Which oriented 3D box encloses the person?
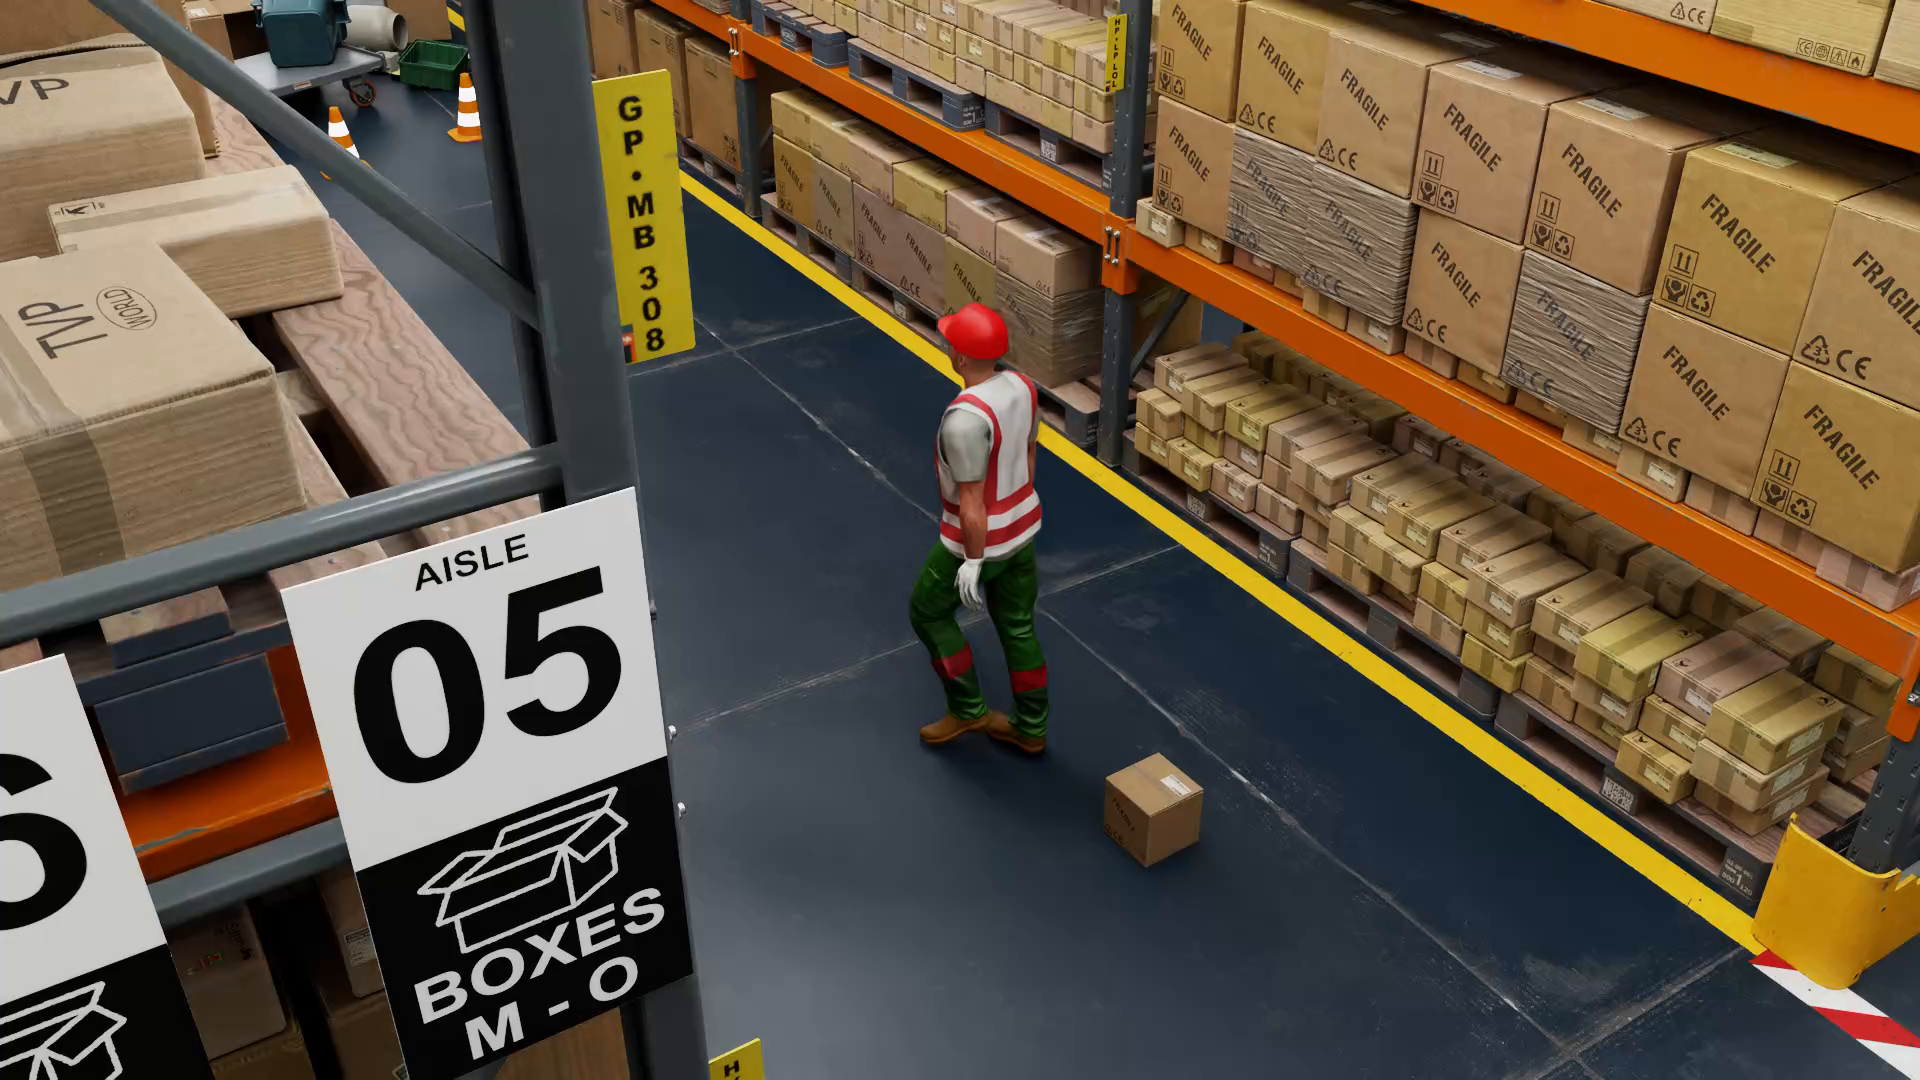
[{"bbox_3d":[0.114,-0.004,6.100,0.535,1.780,0.579,23,39,32],"label":"person"}]
